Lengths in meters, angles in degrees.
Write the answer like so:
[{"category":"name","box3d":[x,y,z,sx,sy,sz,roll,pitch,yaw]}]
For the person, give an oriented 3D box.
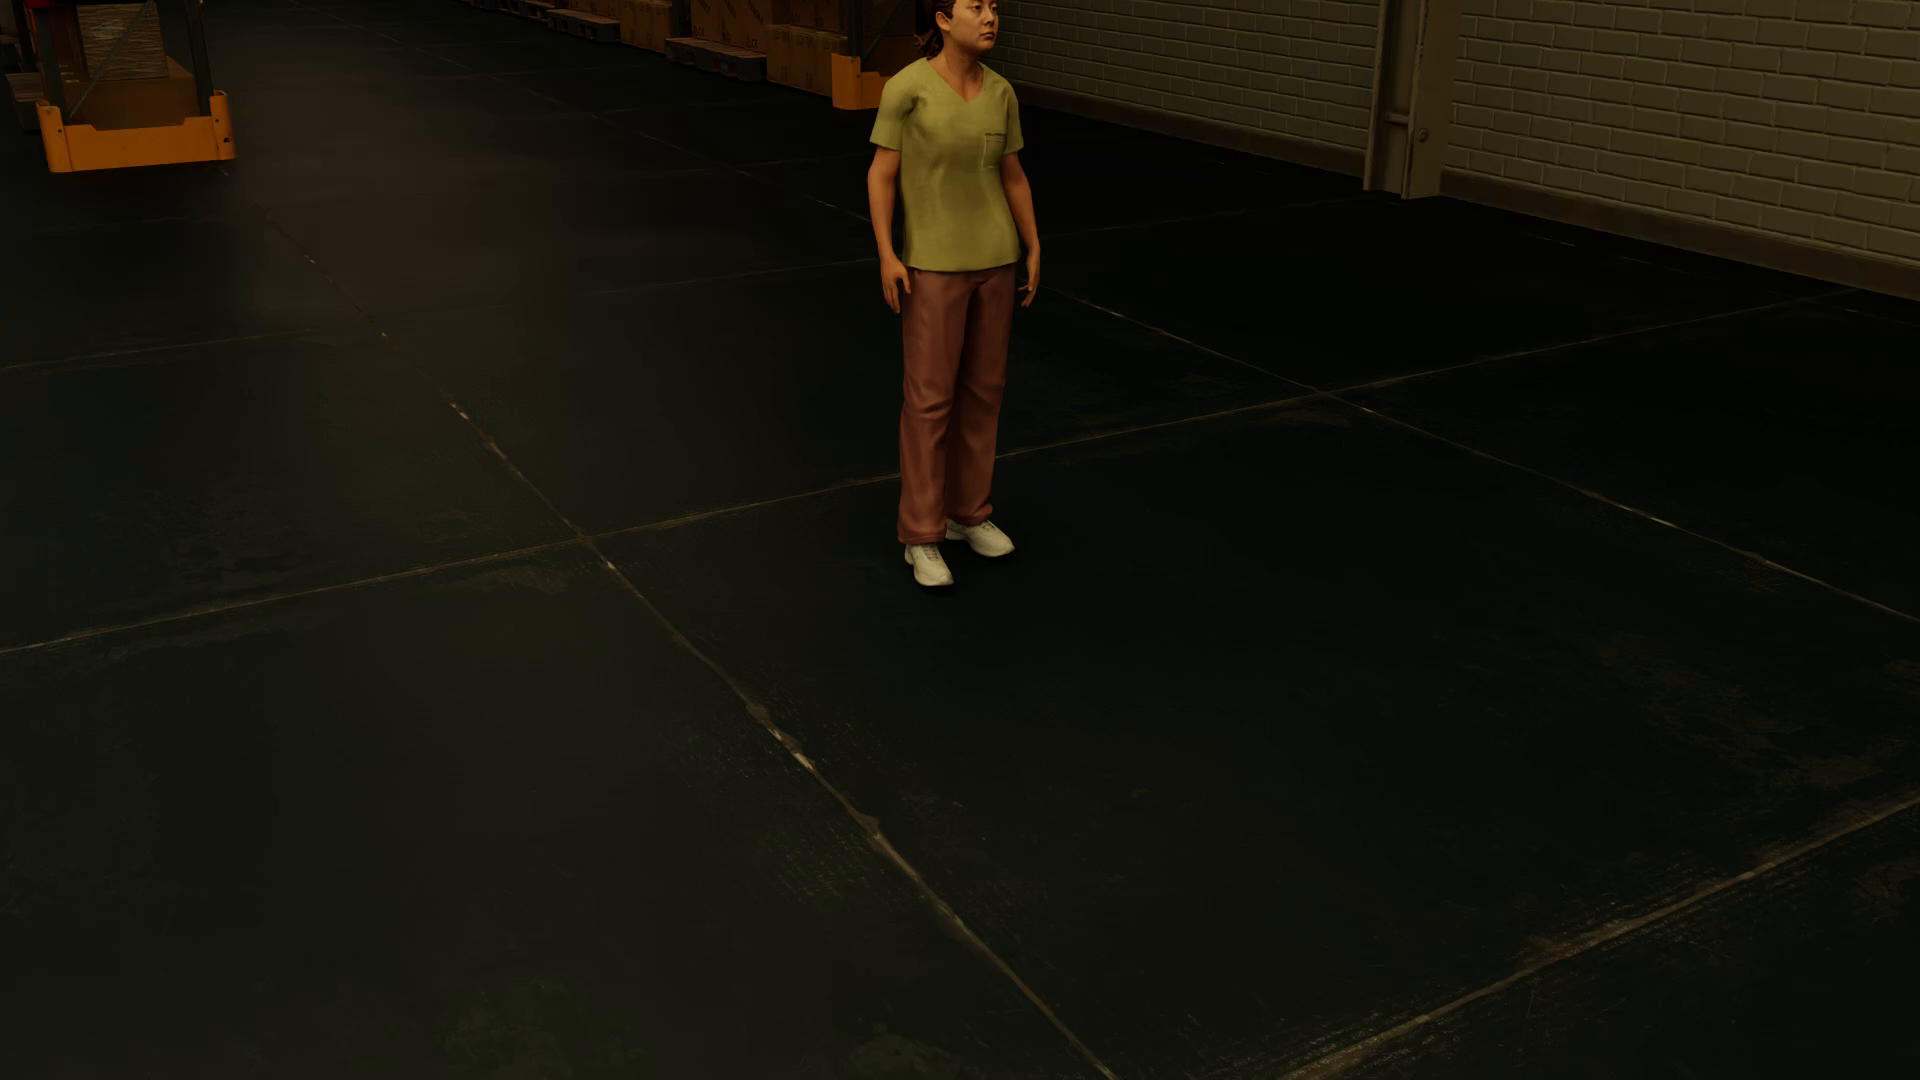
[{"category":"person","box3d":[0.027,-0.755,4.749,0.553,1.673,0.548,-12,25,-28]}]
